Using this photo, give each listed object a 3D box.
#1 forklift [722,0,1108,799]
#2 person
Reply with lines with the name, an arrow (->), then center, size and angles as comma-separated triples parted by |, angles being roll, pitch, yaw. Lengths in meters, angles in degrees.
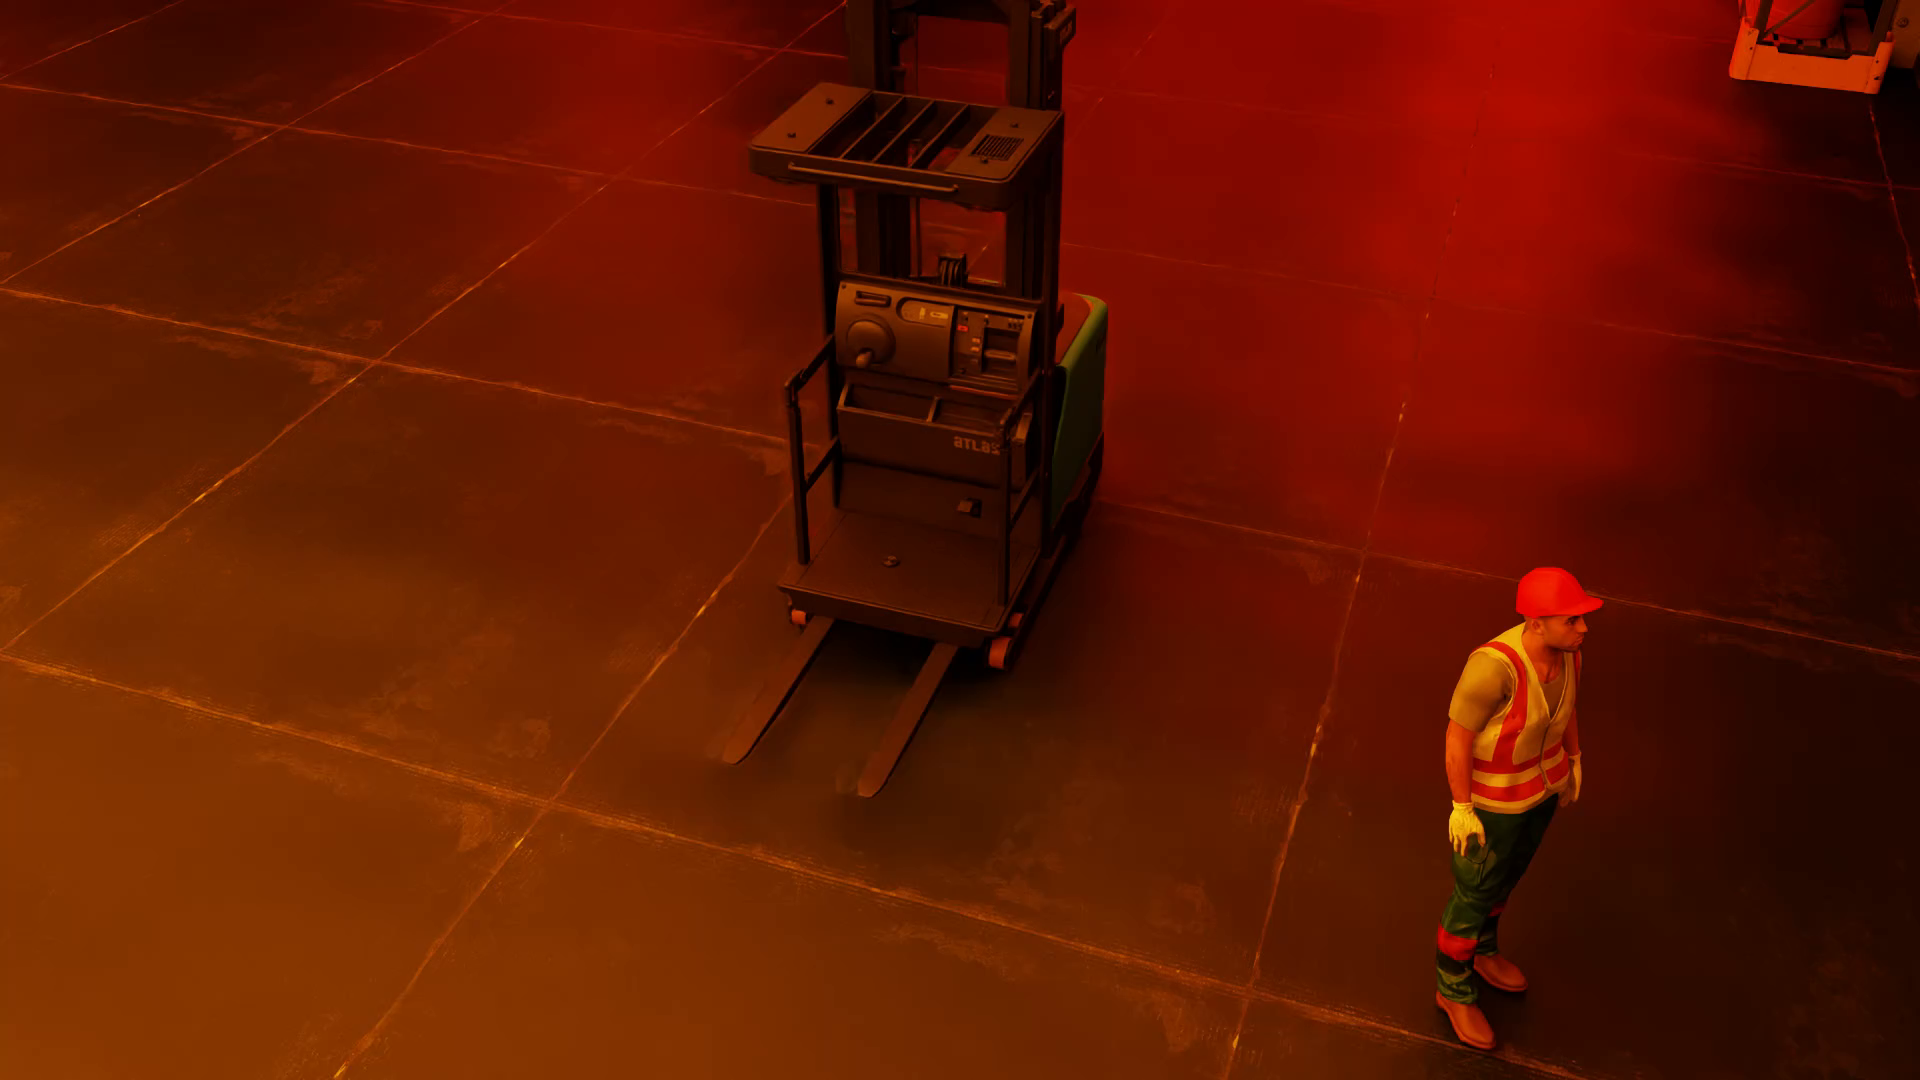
forklift -> -0.186, -0.853, 7.313 | 1.130, 2.935, 3.031 | 11, 37, 15
person -> 1.977, 0.912, 5.800 | 0.638, 1.787, 0.564 | -21, 40, -27
